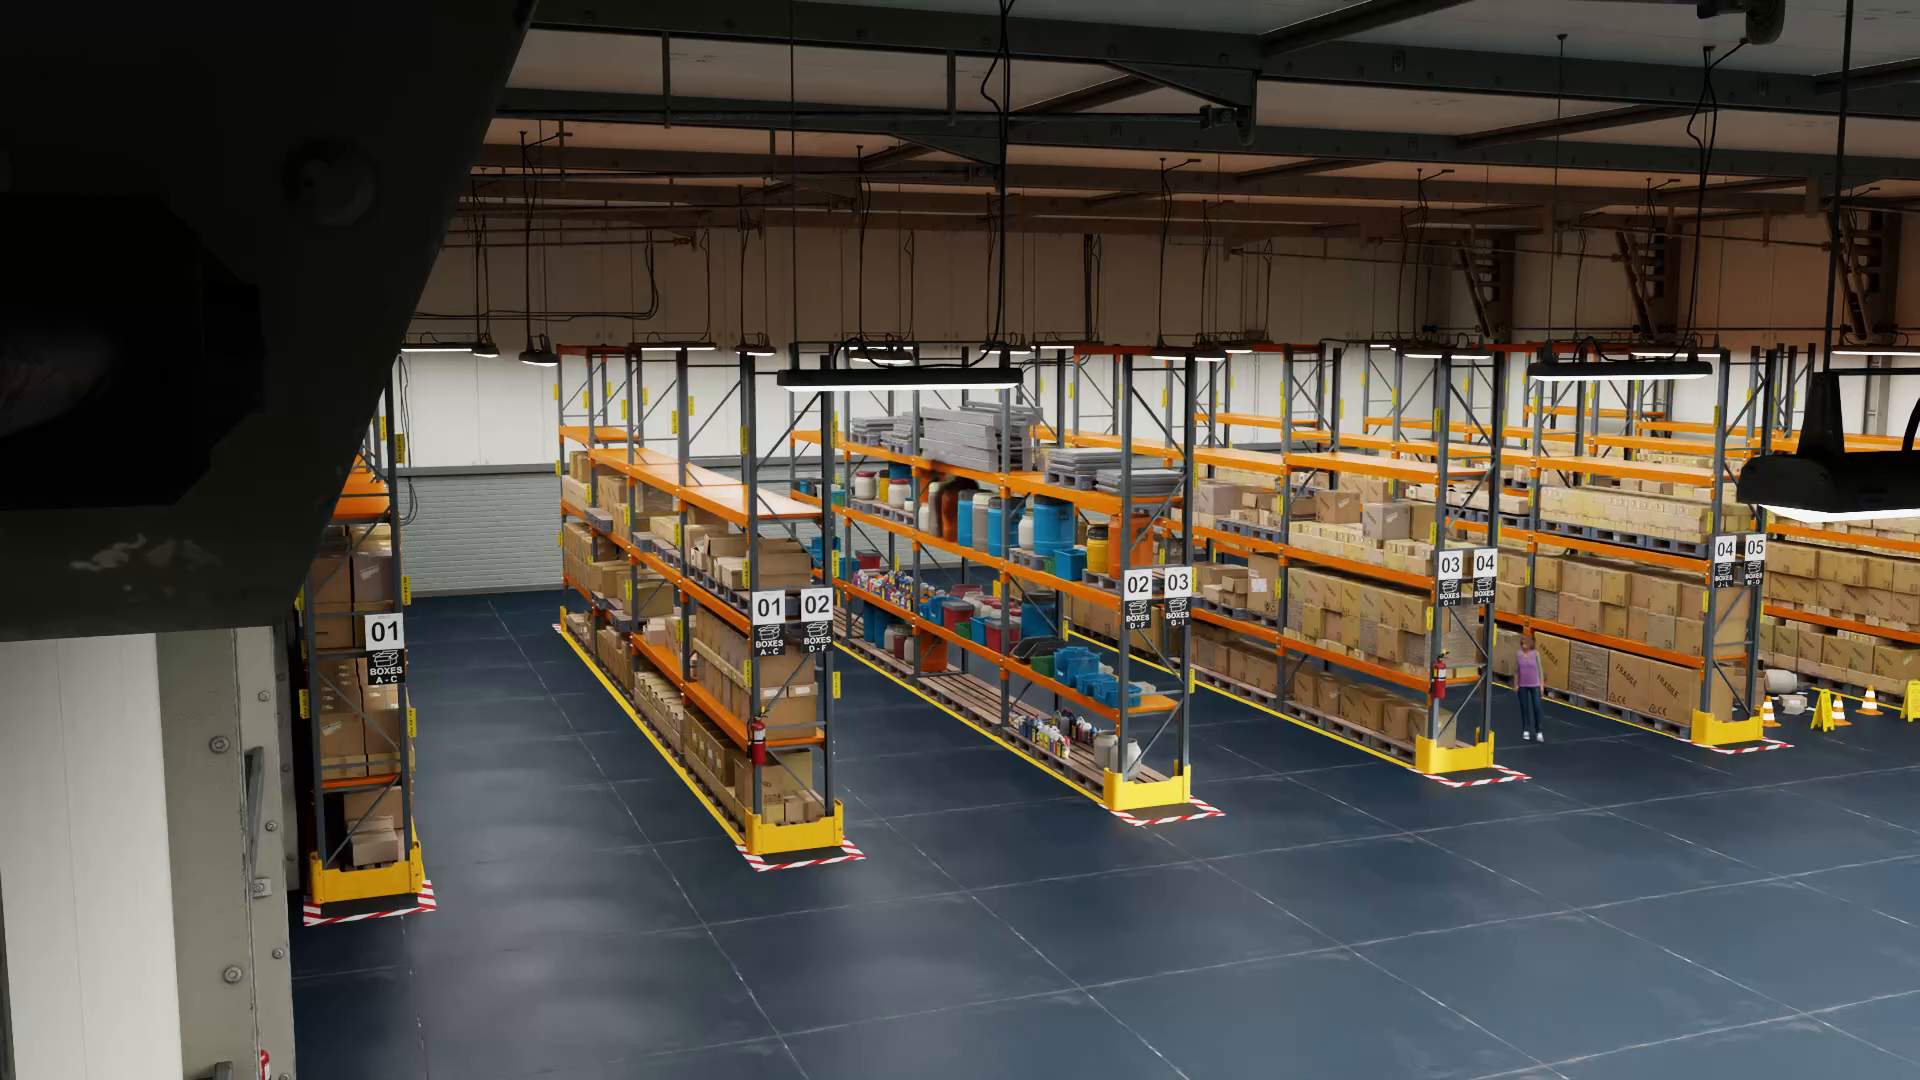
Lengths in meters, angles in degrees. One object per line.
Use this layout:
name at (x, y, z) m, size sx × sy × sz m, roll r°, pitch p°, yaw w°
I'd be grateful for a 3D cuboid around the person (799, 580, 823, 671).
person at (-2.822, 1.524, 30.982) m, size 0.506 × 1.796 × 0.565 m, roll -1°, pitch 7°, yaw -9°

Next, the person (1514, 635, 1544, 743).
person at (8.814, 2.286, 25.711) m, size 0.513 × 1.627 × 0.329 m, roll 5°, pitch 9°, yaw 32°
